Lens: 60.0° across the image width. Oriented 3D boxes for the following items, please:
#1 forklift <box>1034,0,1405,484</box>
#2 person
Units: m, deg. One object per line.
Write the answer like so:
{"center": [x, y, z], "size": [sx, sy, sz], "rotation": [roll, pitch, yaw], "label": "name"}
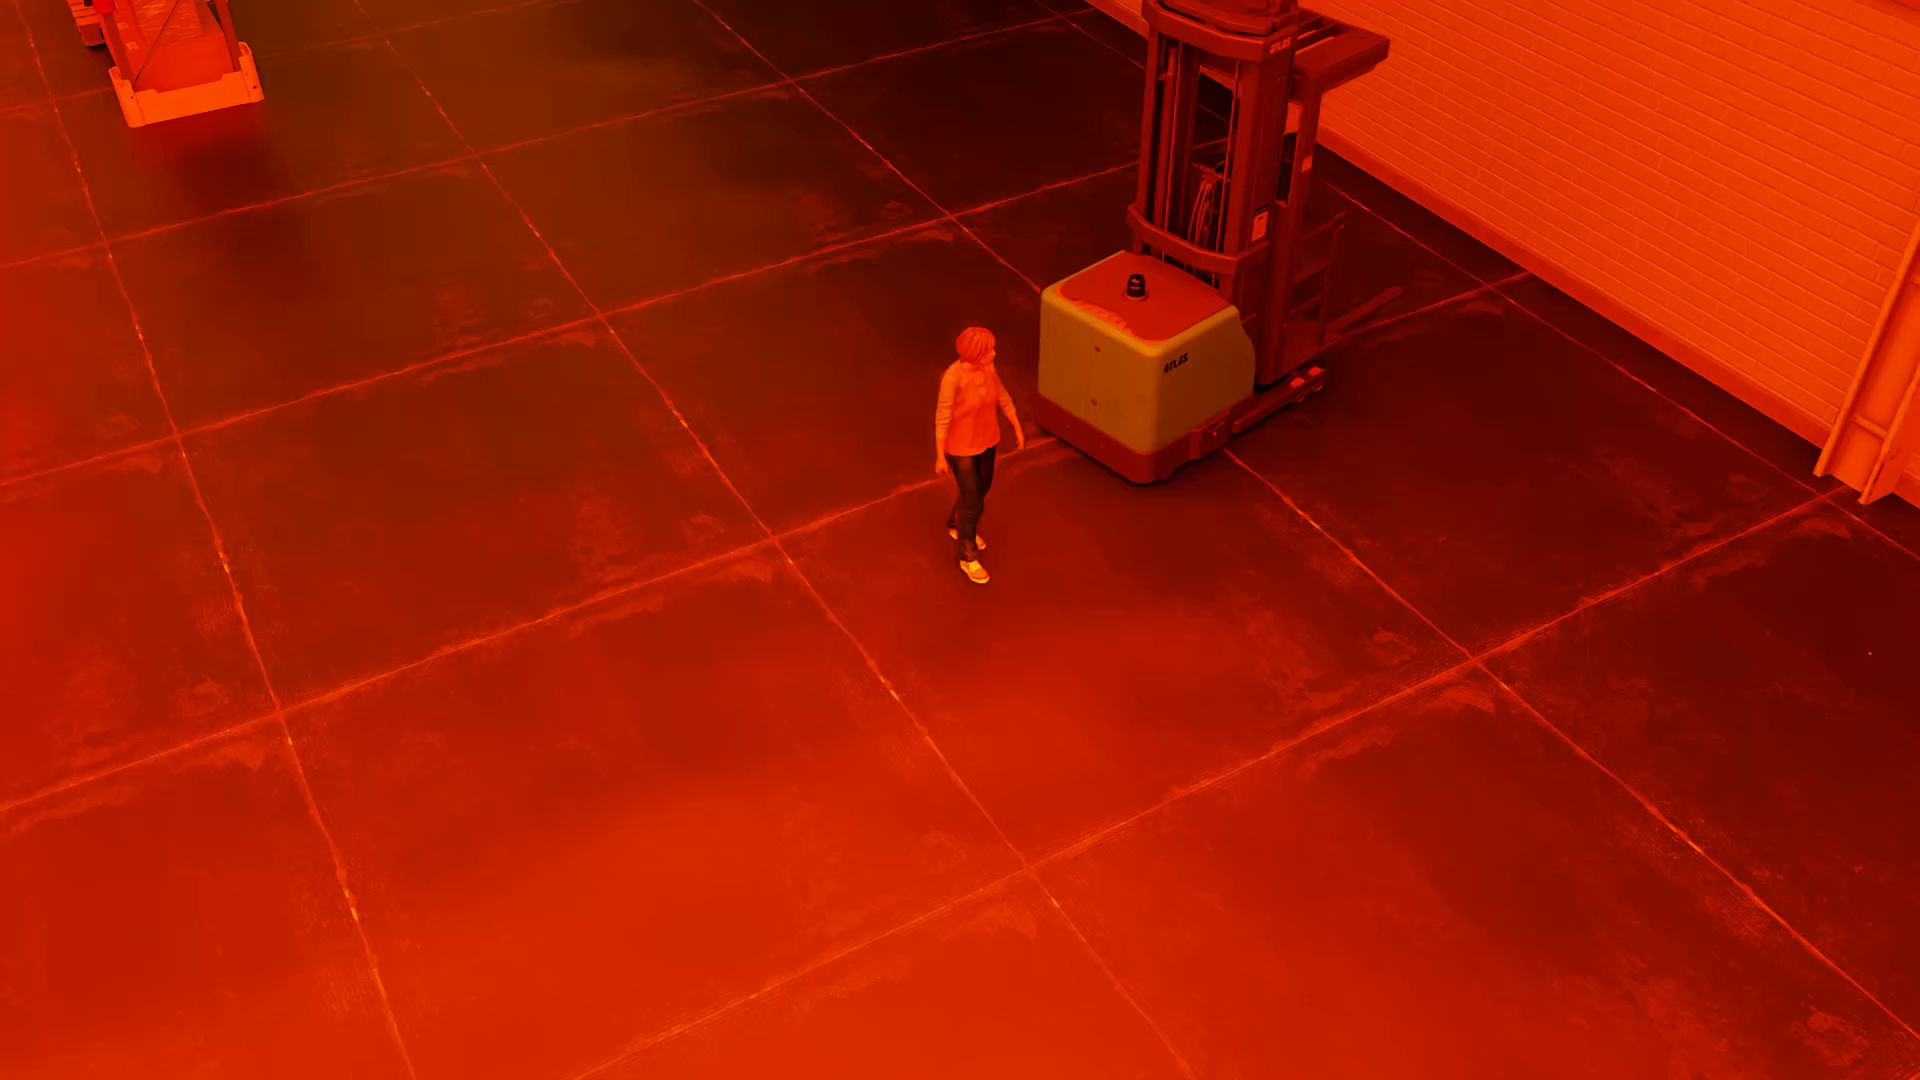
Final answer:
{"center": [1.928, -2.302, 10.812], "size": [3.031, 2.935, 1.130], "rotation": [-30, 48, -31], "label": "forklift"}
{"center": [0.113, -0.543, 9.754], "size": [0.519, 1.578, 0.547], "rotation": [28, 47, 30], "label": "person"}
